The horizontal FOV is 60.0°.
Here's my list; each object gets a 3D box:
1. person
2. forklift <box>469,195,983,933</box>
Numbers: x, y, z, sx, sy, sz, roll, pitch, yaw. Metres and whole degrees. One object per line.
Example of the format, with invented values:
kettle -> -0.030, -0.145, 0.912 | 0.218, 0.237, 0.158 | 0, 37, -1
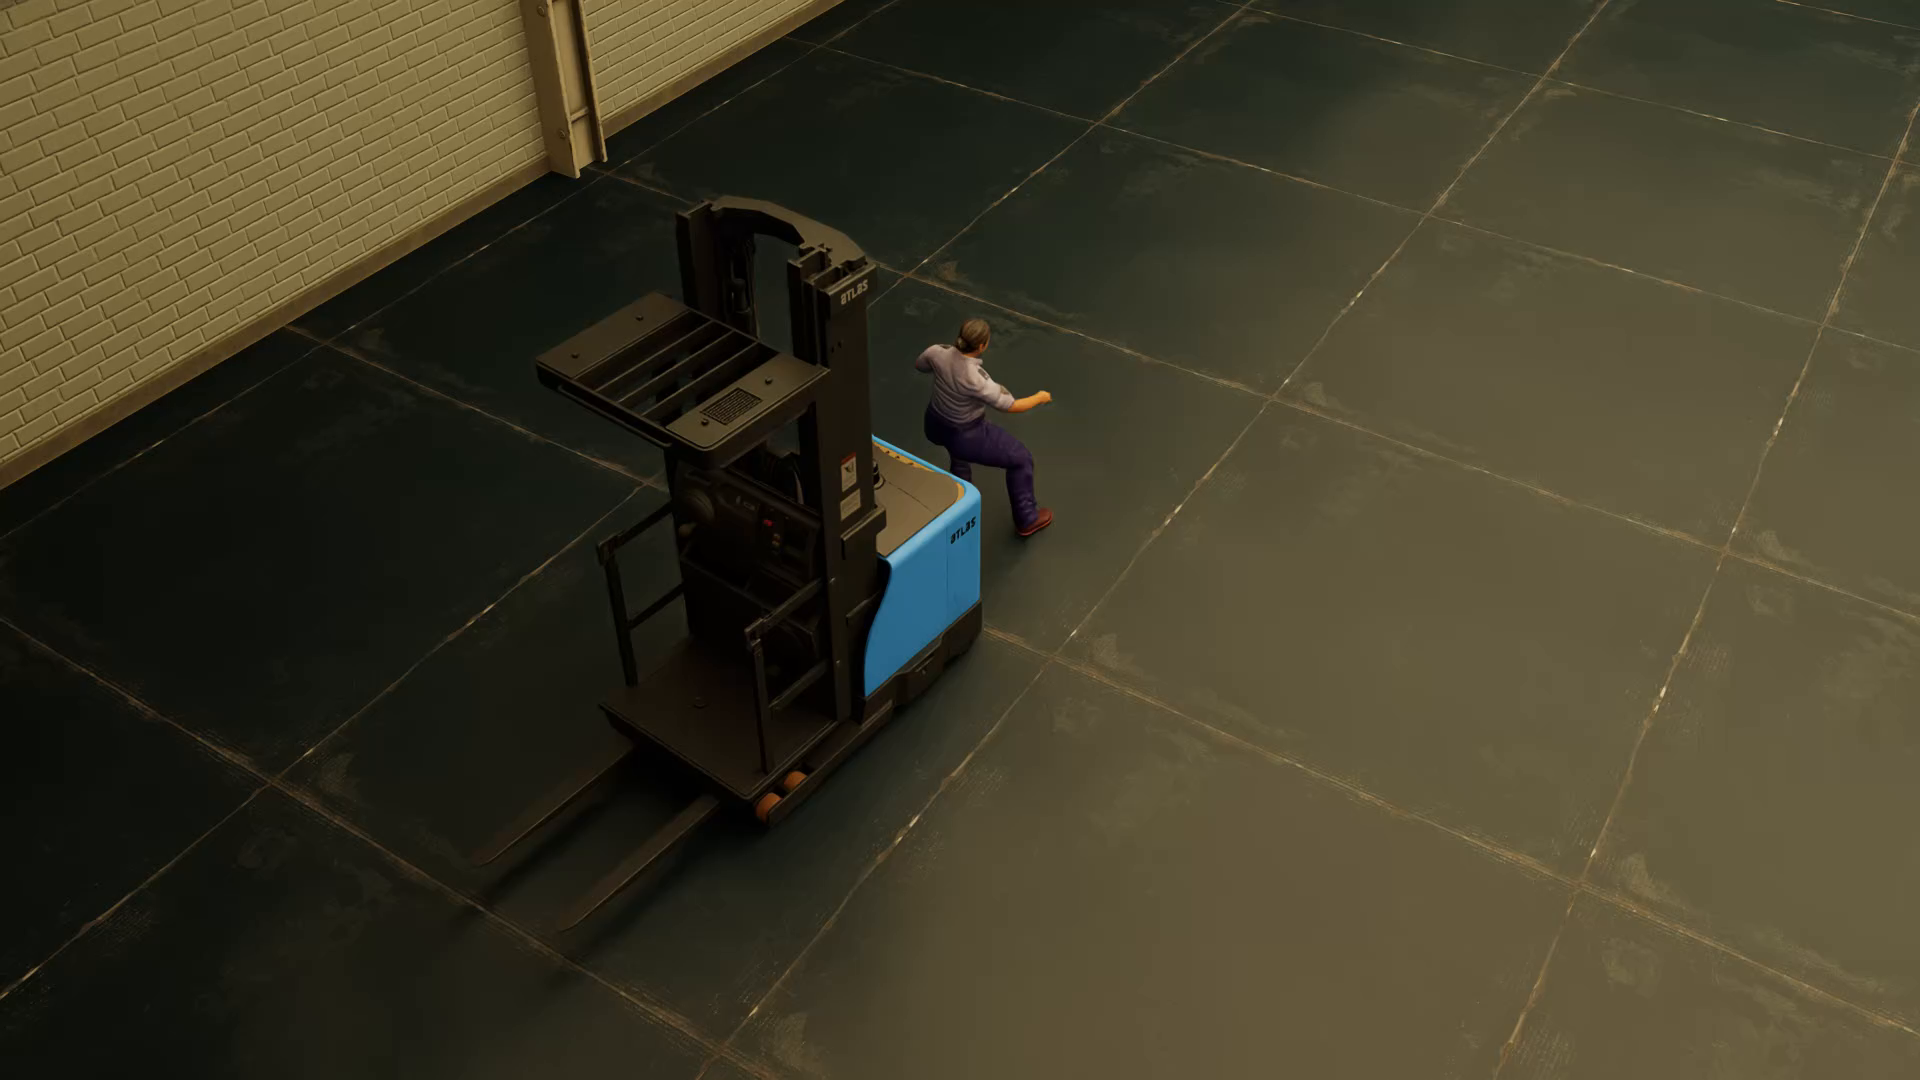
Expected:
person -> 0.145, -0.767, 9.985 | 0.826, 1.488, 0.671 | 30, 49, 31
forklift -> -1.180, -0.023, 7.994 | 1.130, 2.935, 3.031 | 27, 47, 28
